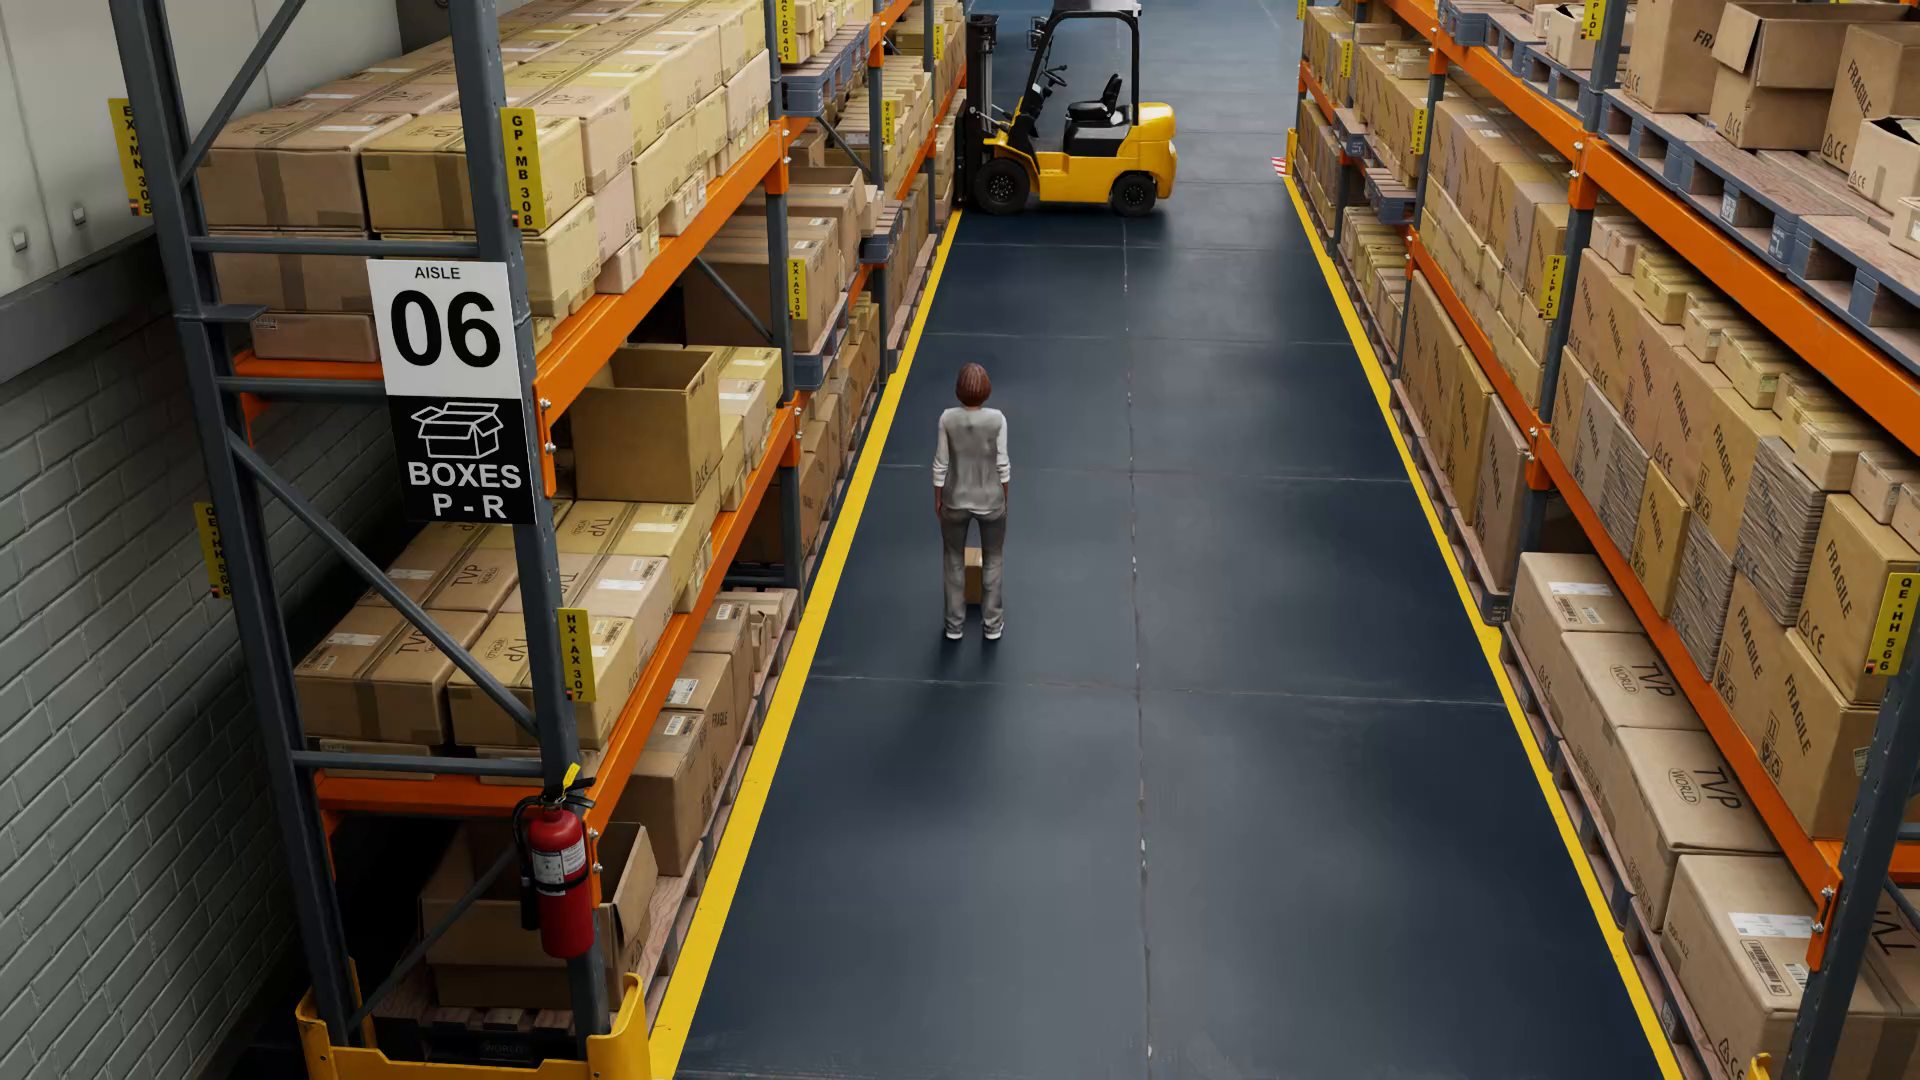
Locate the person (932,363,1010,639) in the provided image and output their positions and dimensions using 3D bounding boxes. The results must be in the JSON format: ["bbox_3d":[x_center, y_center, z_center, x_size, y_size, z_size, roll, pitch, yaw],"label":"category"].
[{"bbox_3d":[0.061,-0.199,9.060,0.420,1.589,0.312,1,25,3],"label":"person"}]
